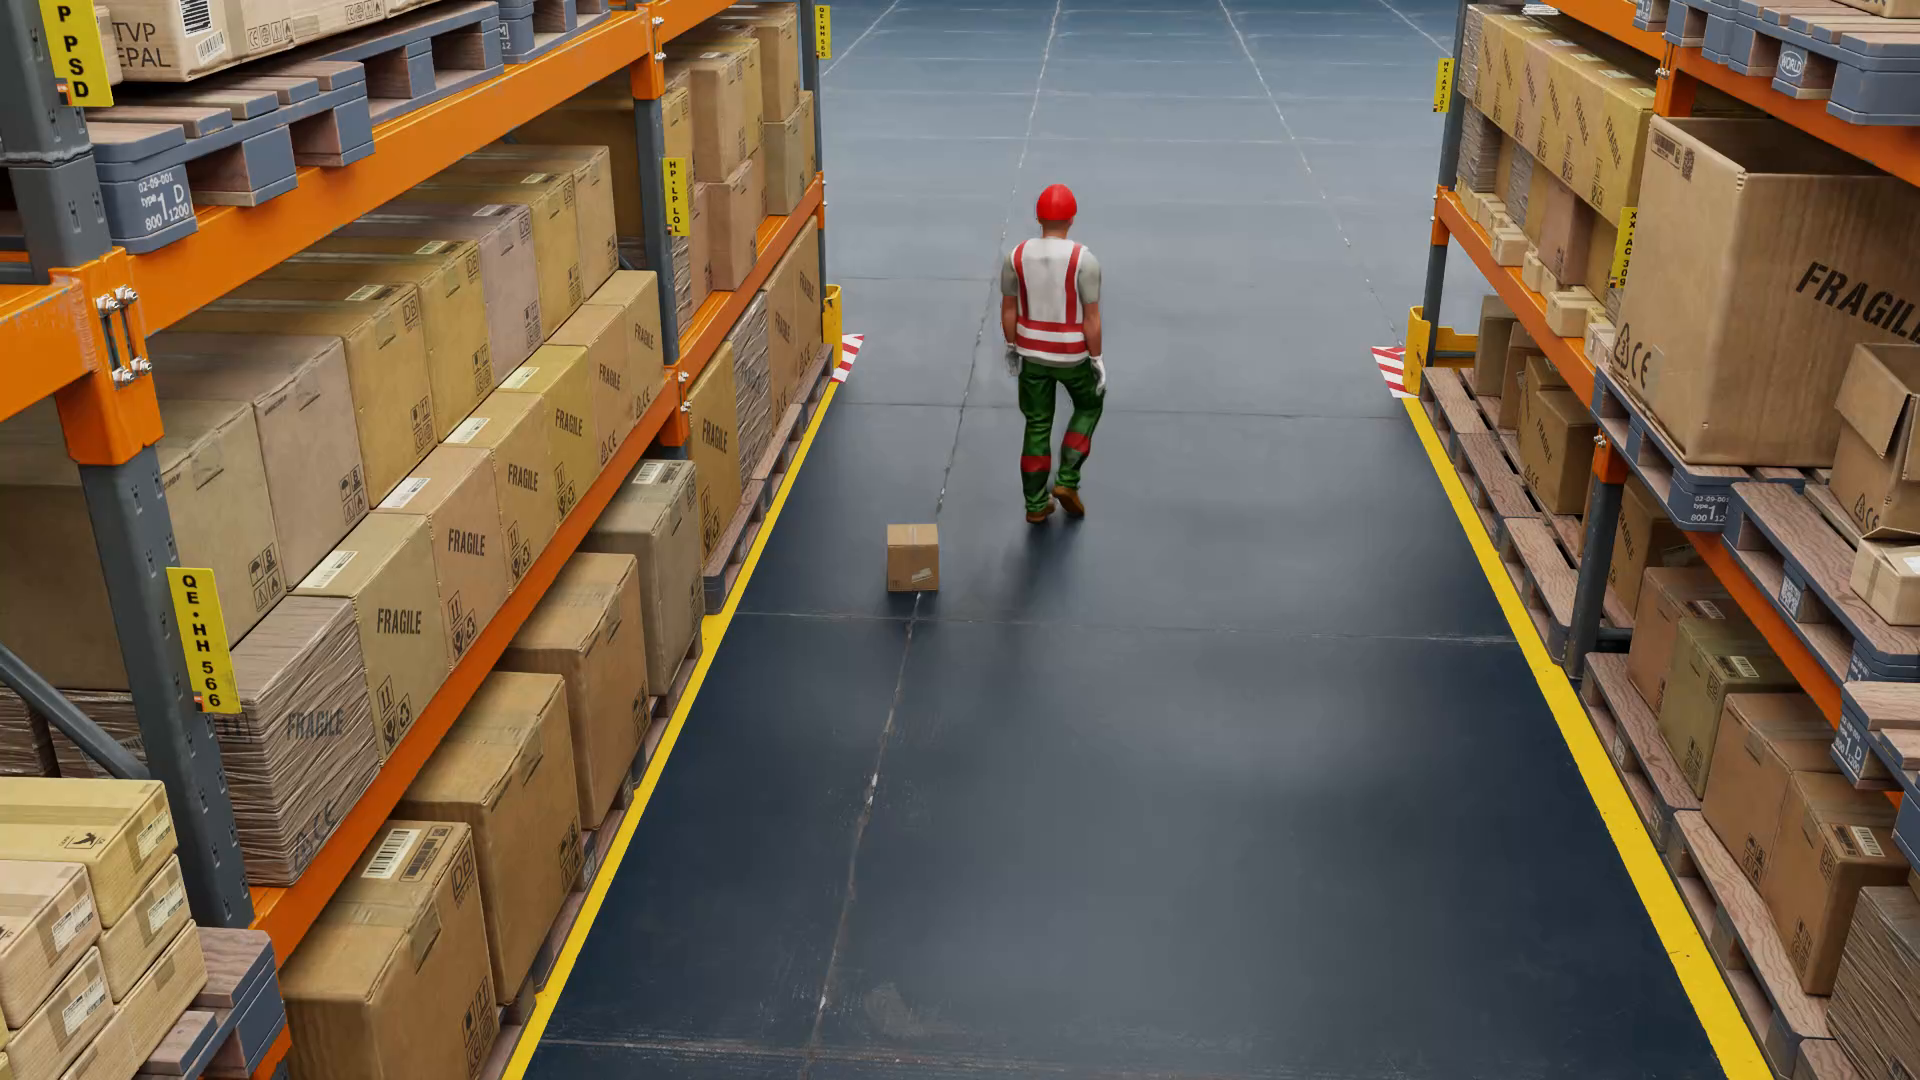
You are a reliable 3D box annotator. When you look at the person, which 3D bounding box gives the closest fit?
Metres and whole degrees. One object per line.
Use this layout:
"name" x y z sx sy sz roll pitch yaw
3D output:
"person" 0.508 -0.953 8.674 0.586 1.833 0.478 8 25 17
